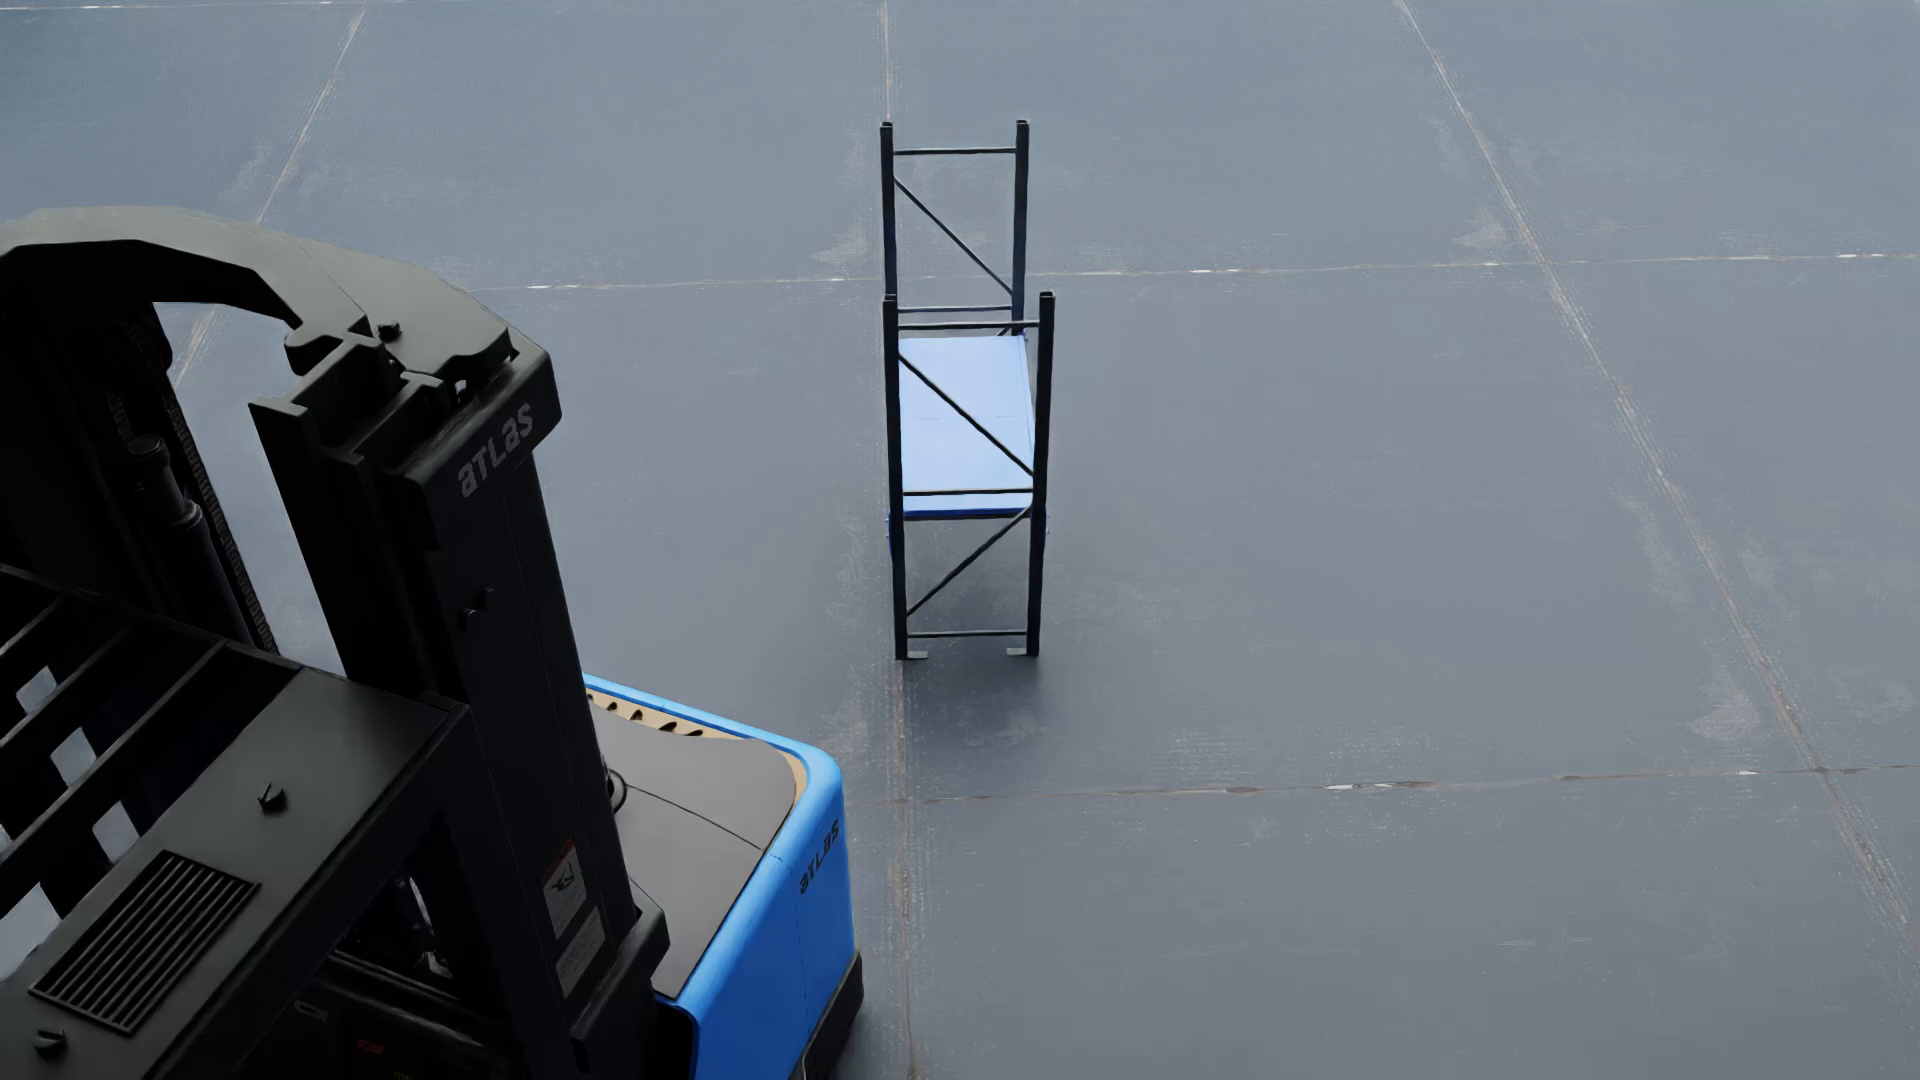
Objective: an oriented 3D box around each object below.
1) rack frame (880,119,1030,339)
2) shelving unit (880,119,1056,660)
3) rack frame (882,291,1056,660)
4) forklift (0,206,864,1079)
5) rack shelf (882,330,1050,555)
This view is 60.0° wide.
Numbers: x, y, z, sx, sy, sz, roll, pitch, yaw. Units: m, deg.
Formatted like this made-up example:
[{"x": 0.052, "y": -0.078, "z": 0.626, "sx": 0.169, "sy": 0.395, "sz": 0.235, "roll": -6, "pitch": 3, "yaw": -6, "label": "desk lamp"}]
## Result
[{"x": -0.018, "y": -0.838, "z": 6.055, "sx": 0.500, "sy": 1.500, "sz": 0.032, "roll": -2, "pitch": 43, "yaw": -2, "label": "rack frame"}, {"x": 0.004, "y": -0.495, "z": 5.680, "sx": 0.538, "sy": 1.500, "sz": 1.048, "roll": -2, "pitch": 43, "yaw": -2, "label": "shelving unit"}, {"x": 0.025, "y": -0.152, "z": 5.306, "sx": 0.500, "sy": 1.500, "sz": 0.032, "roll": -2, "pitch": 43, "yaw": -2, "label": "rack frame"}, {"x": -1.299, "y": 1.041, "z": 2.946, "sx": 1.130, "sy": 2.935, "sz": 3.031, "roll": 15, "pitch": 45, "yaw": 16, "label": "forklift"}, {"x": 0.004, "y": -0.363, "z": 5.802, "sx": 0.538, "sy": 0.185, "sz": 1.000, "roll": -2, "pitch": 43, "yaw": -2, "label": "rack shelf"}]
